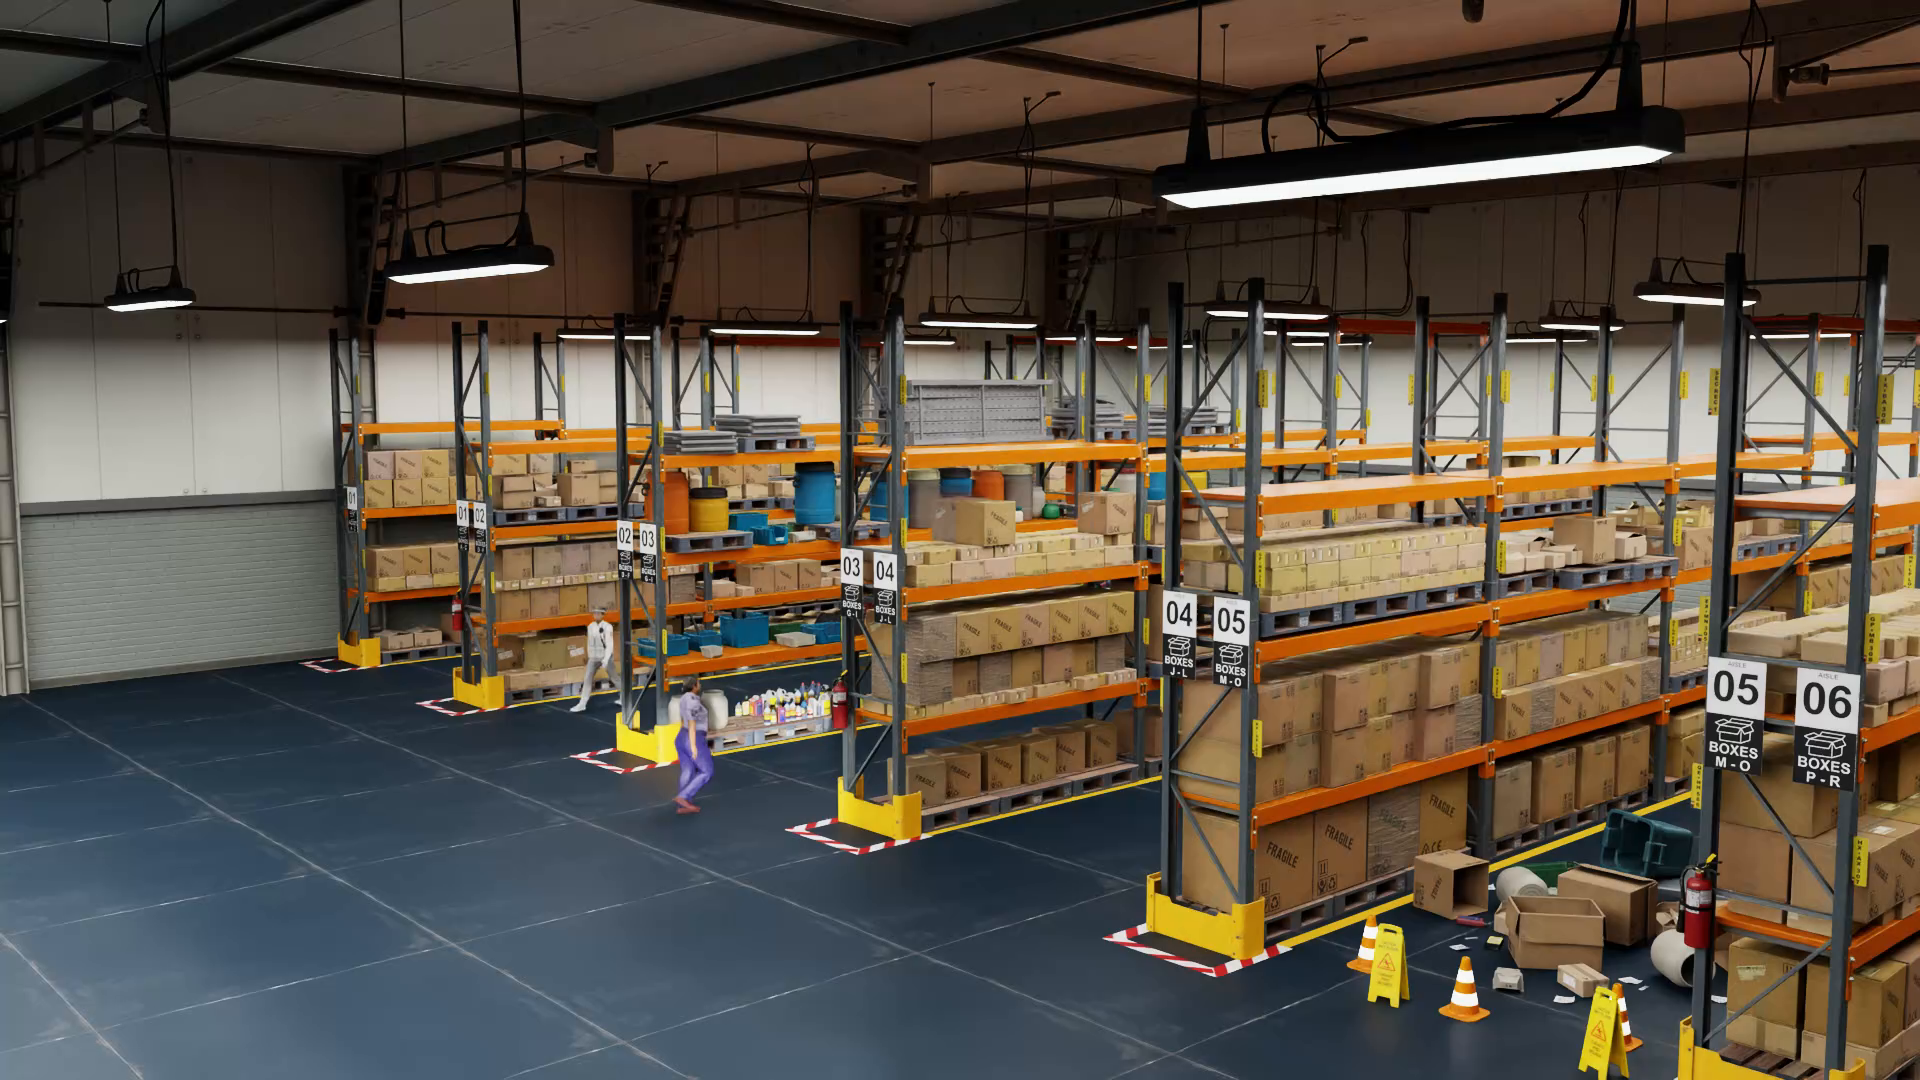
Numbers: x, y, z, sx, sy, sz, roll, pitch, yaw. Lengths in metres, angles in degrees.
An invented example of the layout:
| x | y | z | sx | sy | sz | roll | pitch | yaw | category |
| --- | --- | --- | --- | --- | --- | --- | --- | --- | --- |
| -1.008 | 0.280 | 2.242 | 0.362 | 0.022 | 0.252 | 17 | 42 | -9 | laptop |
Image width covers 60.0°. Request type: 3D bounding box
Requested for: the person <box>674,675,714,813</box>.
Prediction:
| x | y | z | sx | sy | sz | roll | pitch | yaw | category |
| --- | --- | --- | --- | --- | --- | --- | --- | --- | --- |
| -3.203 | 2.415 | 19.613 | 0.483 | 1.639 | 0.556 | -4 | 7 | -35 | person |

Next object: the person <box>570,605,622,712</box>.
| x | y | z | sx | sy | sz | roll | pitch | yaw | category |
| --- | --- | --- | --- | --- | --- | --- | --- | --- | --- |
| -5.562 | 1.794 | 25.649 | 0.559 | 1.612 | 1.073 | 4 | 7 | 32 | person |

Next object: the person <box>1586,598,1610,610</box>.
| x | y | z | sx | sy | sz | roll | pitch | yaw | category |
| --- | --- | --- | --- | --- | --- | --- | --- | --- | --- |
| 11.665 | 1.307 | 30.611 | 0.469 | 1.650 | 0.757 | -2 | 6 | -22 | person |

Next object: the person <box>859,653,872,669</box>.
| x | y | z | sx | sy | sz | roll | pitch | yaw | category |
| --- | --- | --- | --- | --- | --- | --- | --- | --- | --- |
| -1.305 | 1.389 | 29.164 | 0.627 | 1.721 | 1.050 | 4 | 7 | 38 | person |
